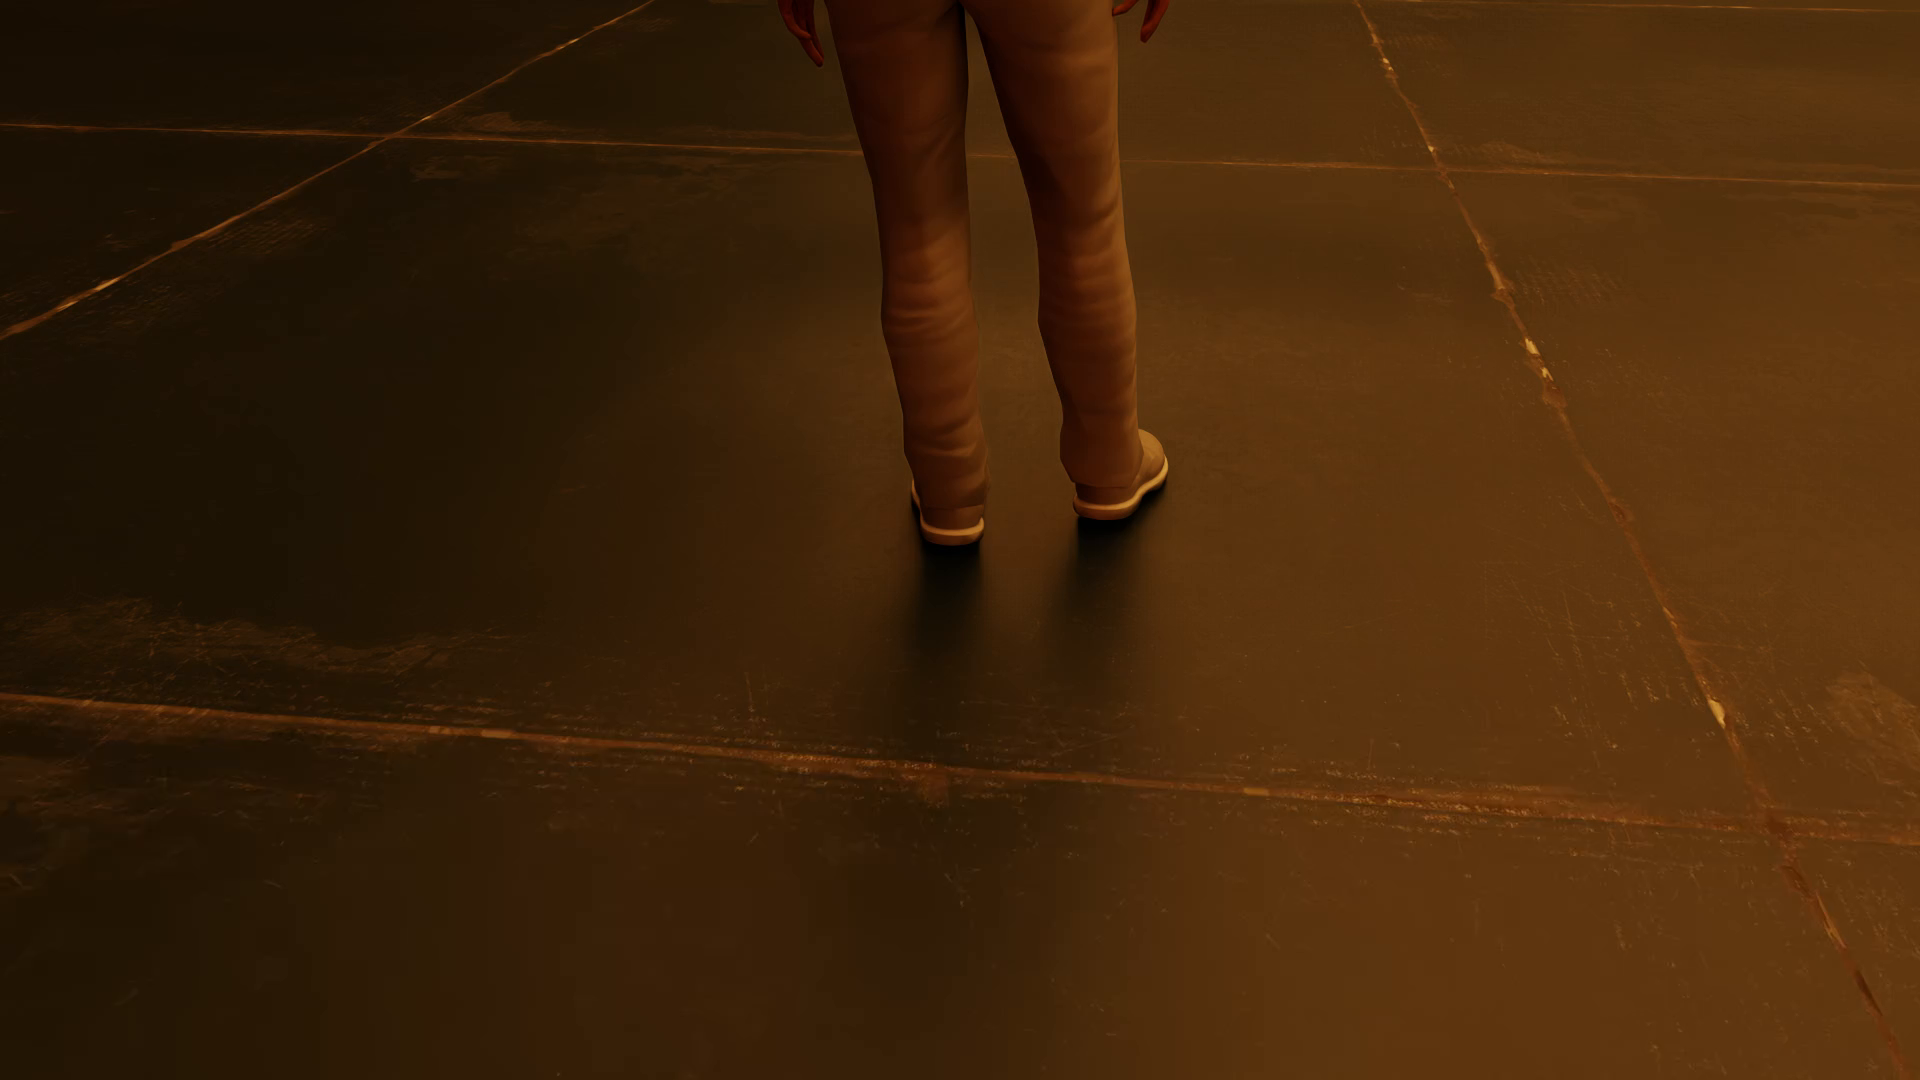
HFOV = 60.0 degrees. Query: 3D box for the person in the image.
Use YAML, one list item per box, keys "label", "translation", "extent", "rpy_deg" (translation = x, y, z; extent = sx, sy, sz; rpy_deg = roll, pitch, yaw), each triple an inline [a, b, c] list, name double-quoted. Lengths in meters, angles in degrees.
- label: "person"
  translation: [0.030, -0.796, 2.182]
  extent: [0.569, 1.694, 0.530]
  rpy_deg: [3, 27, 7]
